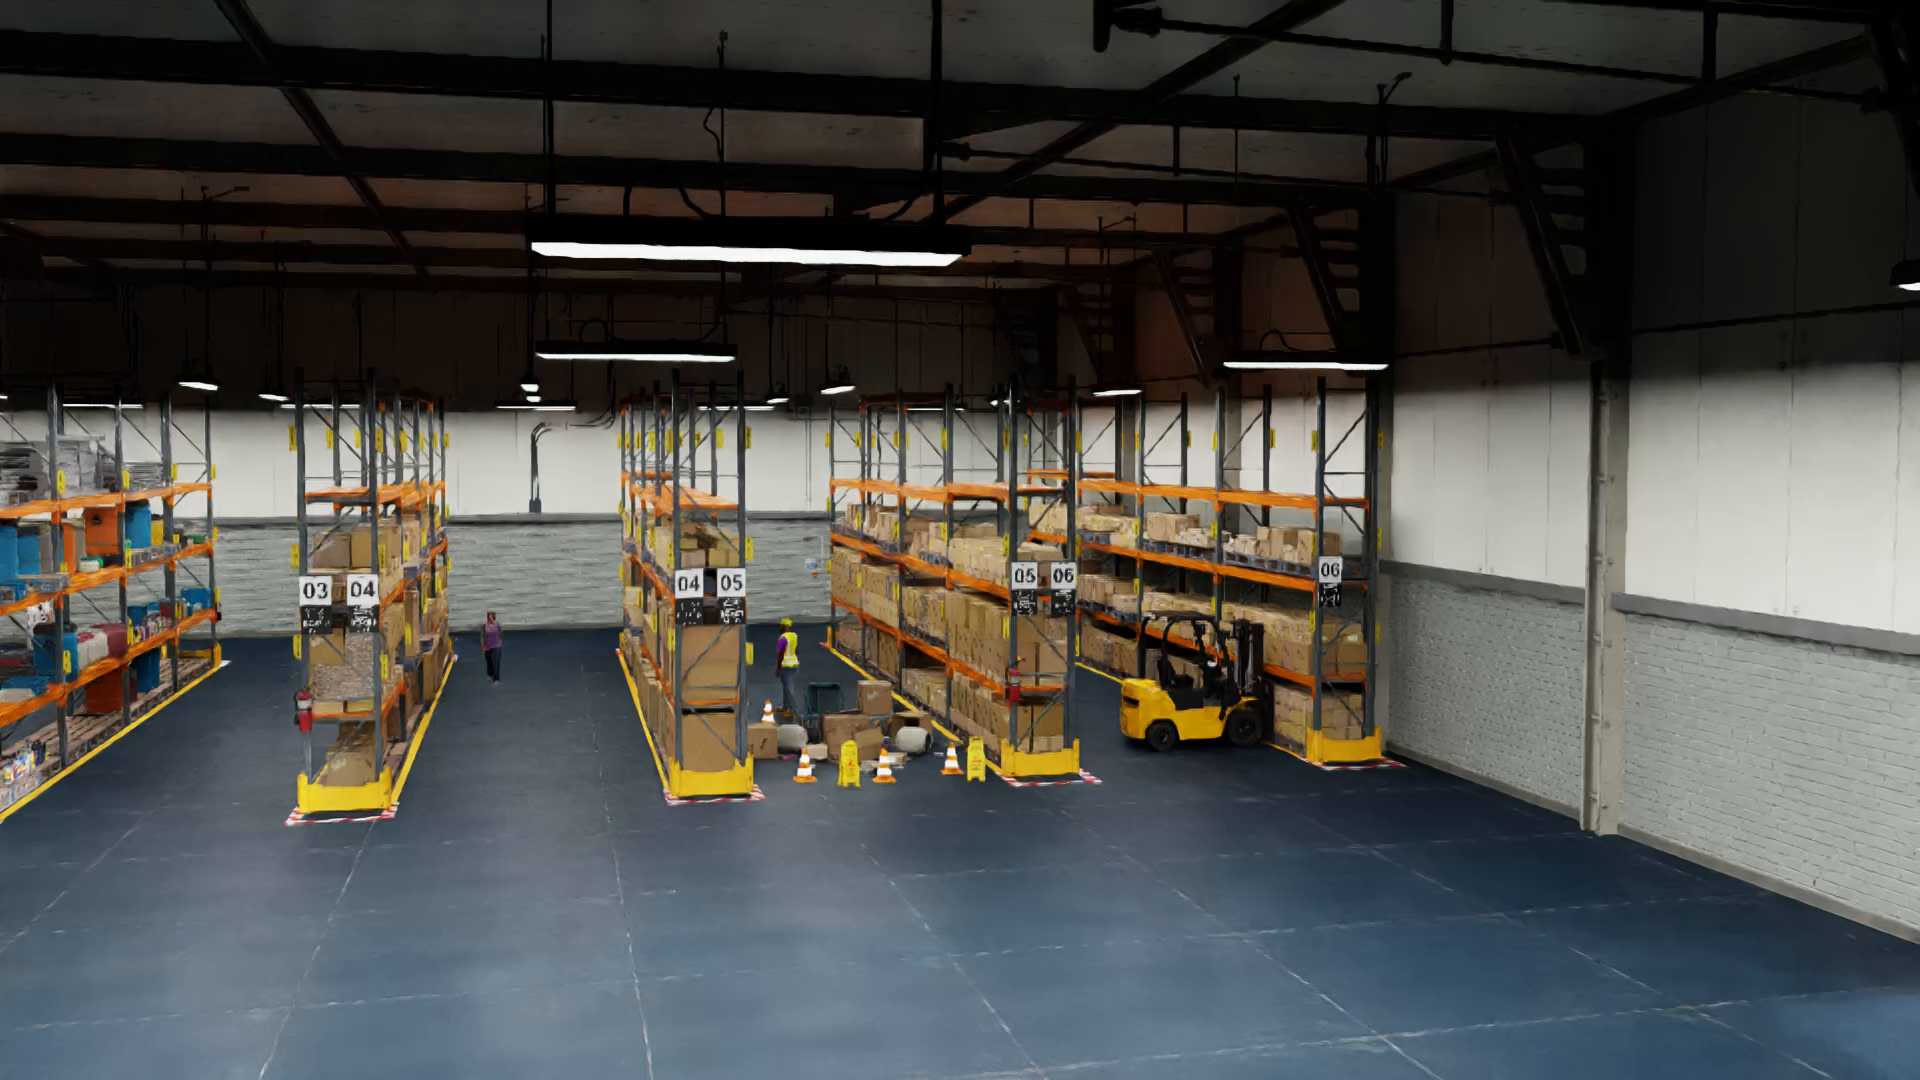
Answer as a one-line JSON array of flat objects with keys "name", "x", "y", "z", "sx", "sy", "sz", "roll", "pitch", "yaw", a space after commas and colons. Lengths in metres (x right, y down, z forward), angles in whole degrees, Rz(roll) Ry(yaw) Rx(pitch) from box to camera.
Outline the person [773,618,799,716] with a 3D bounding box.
[{"name": "person", "x": -3.188, "y": 2.295, "z": 30.326, "sx": 0.580, "sy": 1.763, "sz": 0.673, "roll": 1, "pitch": 4, "yaw": 17}]

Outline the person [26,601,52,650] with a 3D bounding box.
[{"name": "person", "x": -20.537, "y": 1.929, "z": 37.068, "sx": 0.554, "sy": 1.712, "sz": 1.031, "roll": -1, "pitch": 4, "yaw": -15}]

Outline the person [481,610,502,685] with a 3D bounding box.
[{"name": "person", "x": -9.631, "y": 2.187, "z": 34.169, "sx": 0.418, "sy": 1.512, "sz": 1.035, "roll": -1, "pitch": 3, "yaw": -12}]
